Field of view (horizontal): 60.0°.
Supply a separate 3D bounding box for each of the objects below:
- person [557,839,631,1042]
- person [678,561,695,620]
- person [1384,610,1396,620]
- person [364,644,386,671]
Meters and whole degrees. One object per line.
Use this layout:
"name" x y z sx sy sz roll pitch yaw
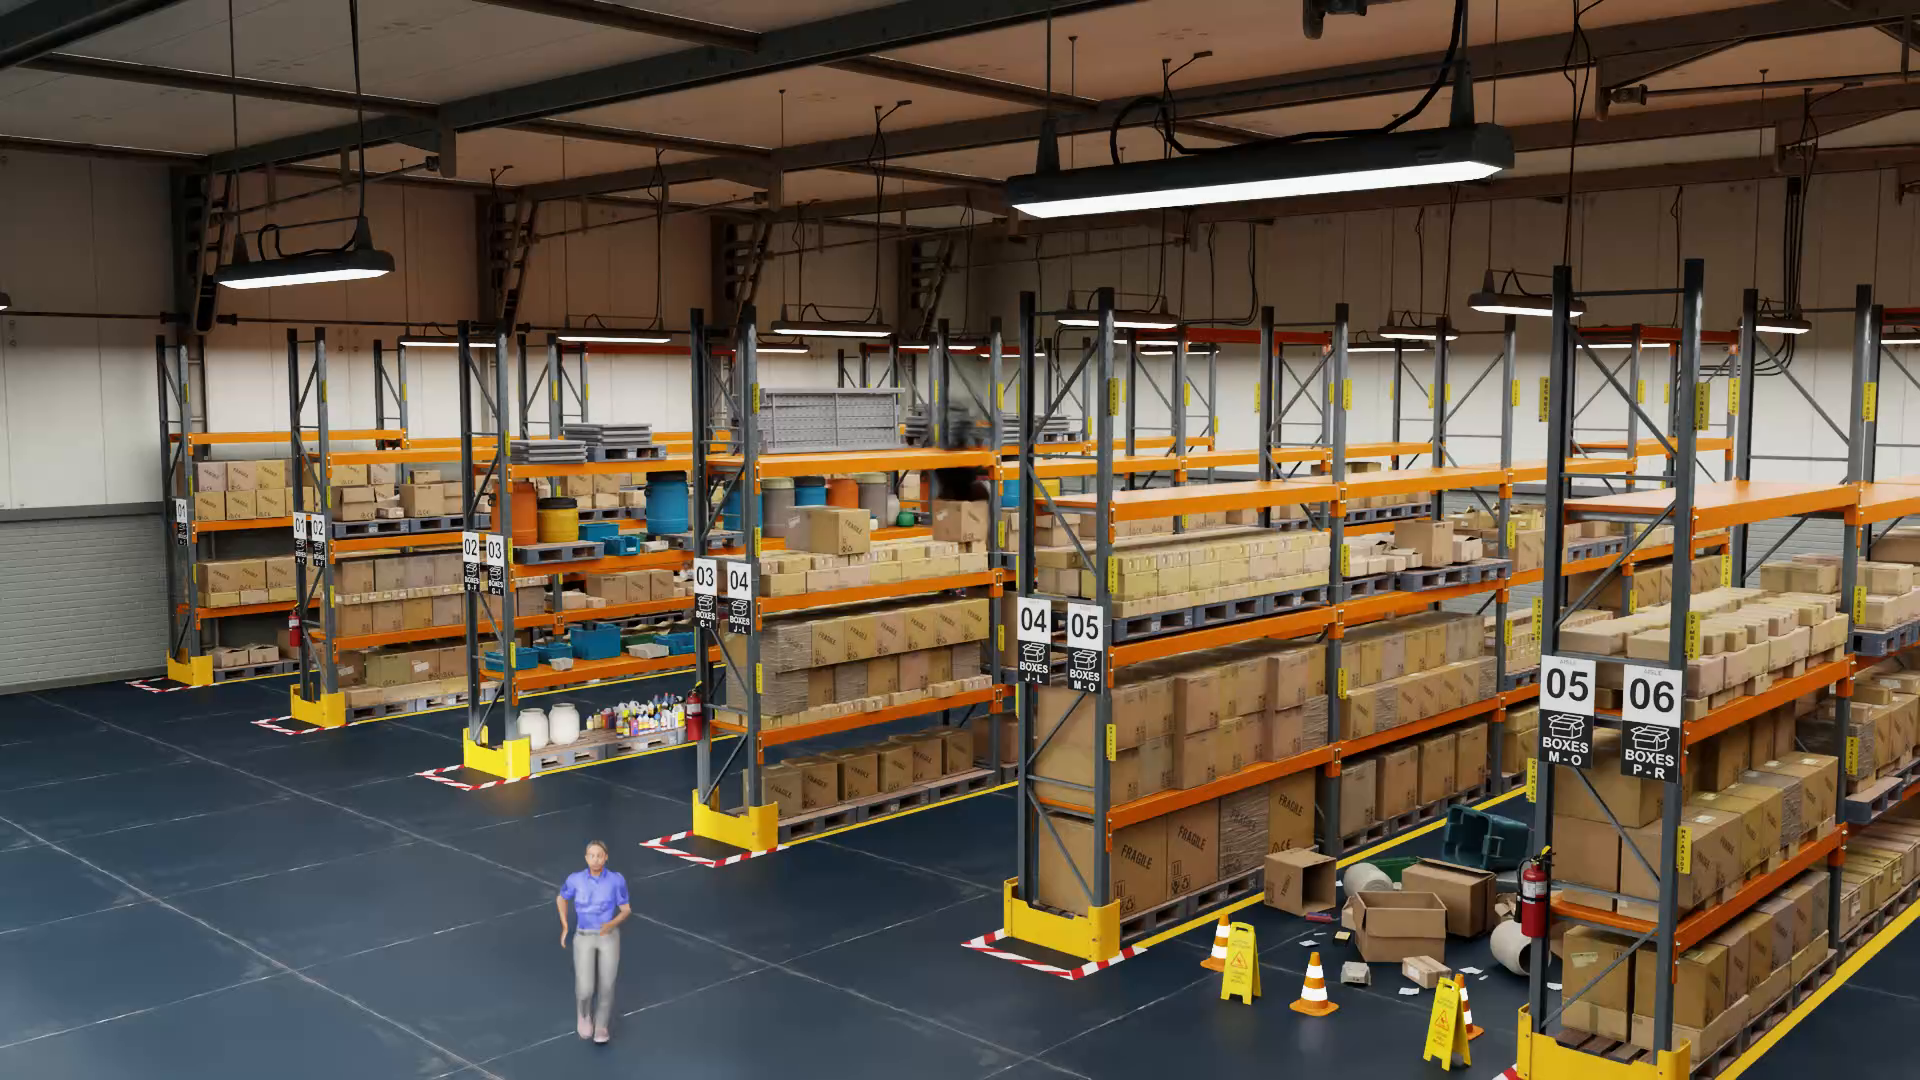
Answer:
"person" -2.835 3.140 12.913 0.560 1.617 0.599 -1 6 -14
"person" -5.453 1.169 33.644 0.600 1.681 0.892 3 6 28
"person" 6.728 1.893 26.056 0.665 1.688 0.603 4 7 37
"person" -9.788 1.738 27.719 0.572 1.725 0.697 4 7 39
